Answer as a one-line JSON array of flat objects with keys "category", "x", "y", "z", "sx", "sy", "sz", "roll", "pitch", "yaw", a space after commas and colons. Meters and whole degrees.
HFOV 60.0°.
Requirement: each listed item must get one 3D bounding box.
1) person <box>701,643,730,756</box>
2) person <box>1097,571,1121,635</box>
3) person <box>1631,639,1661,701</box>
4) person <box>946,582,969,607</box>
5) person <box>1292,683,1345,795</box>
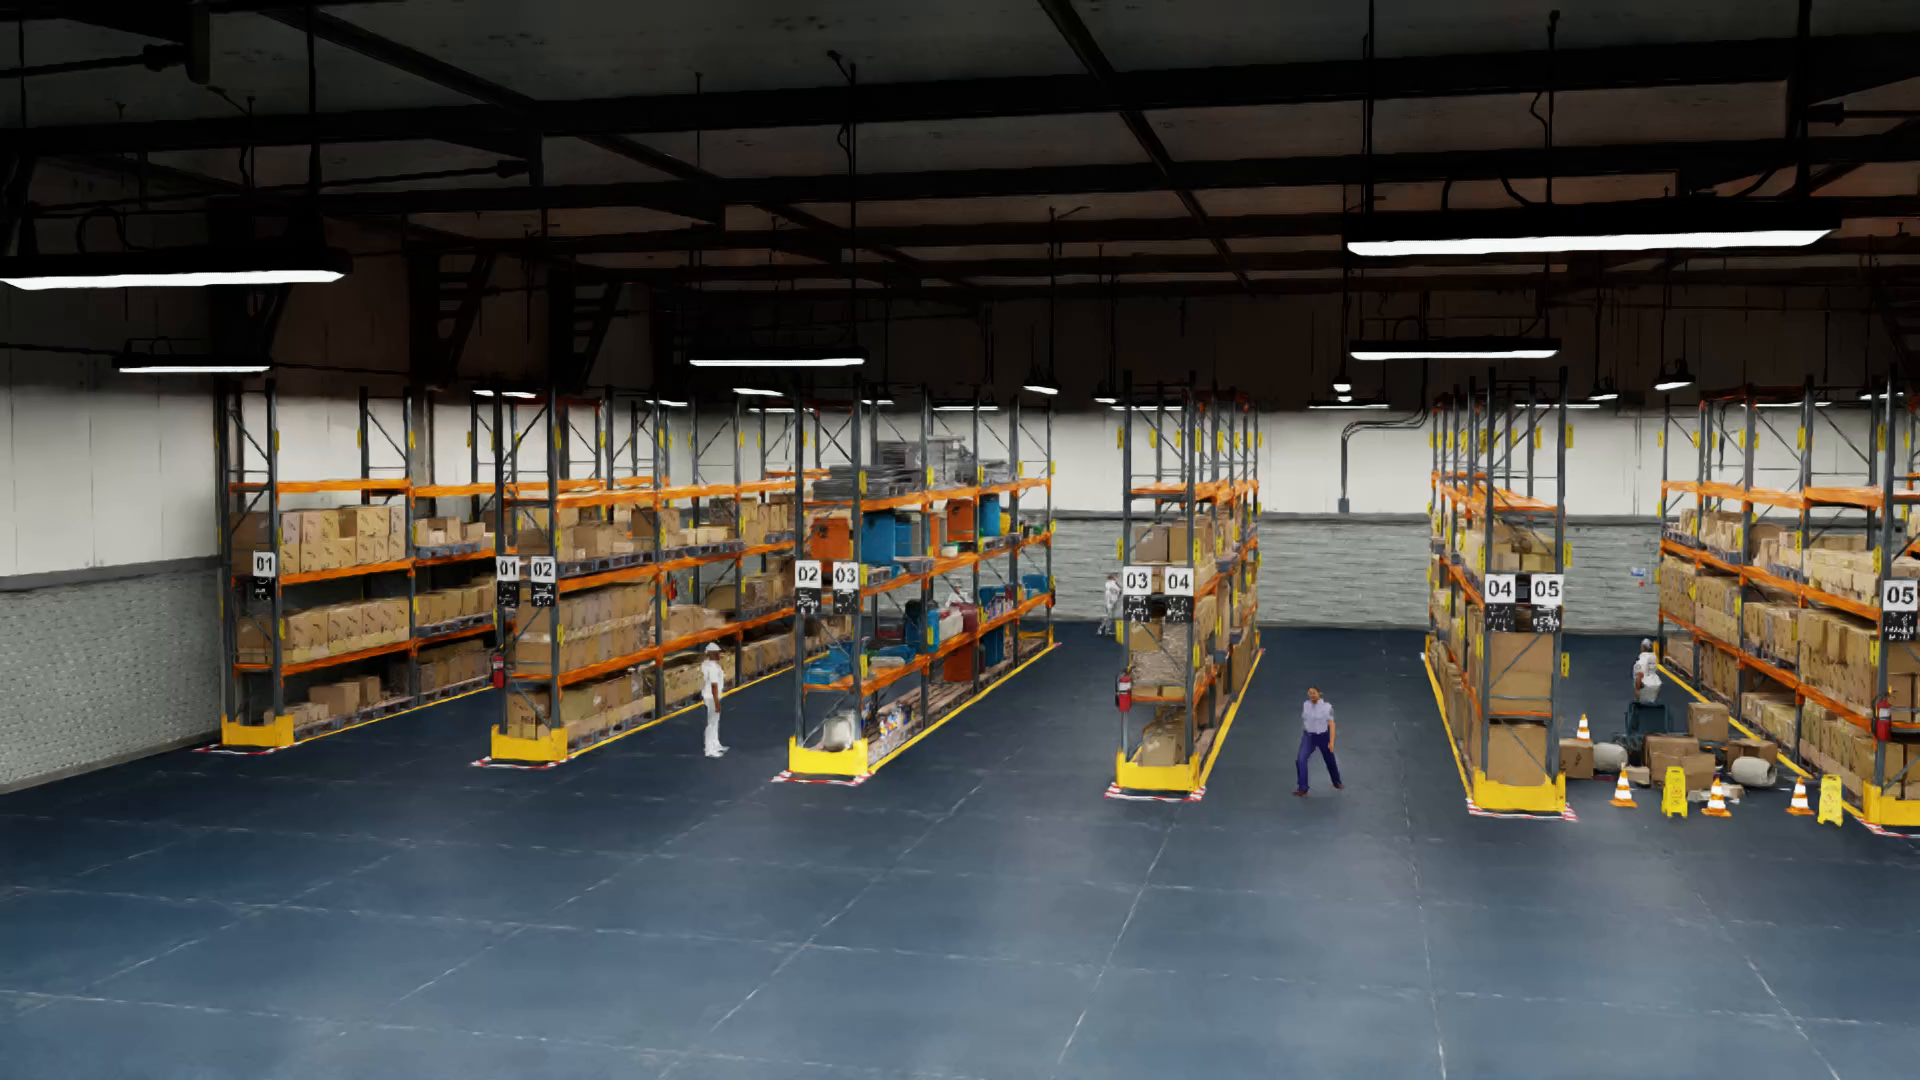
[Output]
[{"category": "person", "x": -3.883, "y": 2.514, "z": 26.455, "sx": 0.447, "sy": 1.771, "sz": 0.632, "roll": -1, "pitch": 4, "yaw": -17}, {"category": "person", "x": 3.807, "y": 1.609, "z": 42.576, "sx": 0.454, "sy": 1.659, "sz": 0.642, "roll": 3, "pitch": 5, "yaw": 42}, {"category": "person", "x": 11.502, "y": 2.480, "z": 27.953, "sx": 0.562, "sy": 1.649, "sz": 0.600, "roll": 3, "pitch": 5, "yaw": 42}, {"category": "person", "x": -0.029, "y": 1.796, "z": 39.982, "sx": 0.639, "sy": 1.631, "sz": 0.508, "roll": 1, "pitch": 3, "yaw": 11}, {"category": "person", "x": 5.078, "y": 2.798, "z": 23.482, "sx": 0.534, "sy": 1.582, "sz": 0.913, "roll": 2, "pitch": 4, "yaw": 34}]
